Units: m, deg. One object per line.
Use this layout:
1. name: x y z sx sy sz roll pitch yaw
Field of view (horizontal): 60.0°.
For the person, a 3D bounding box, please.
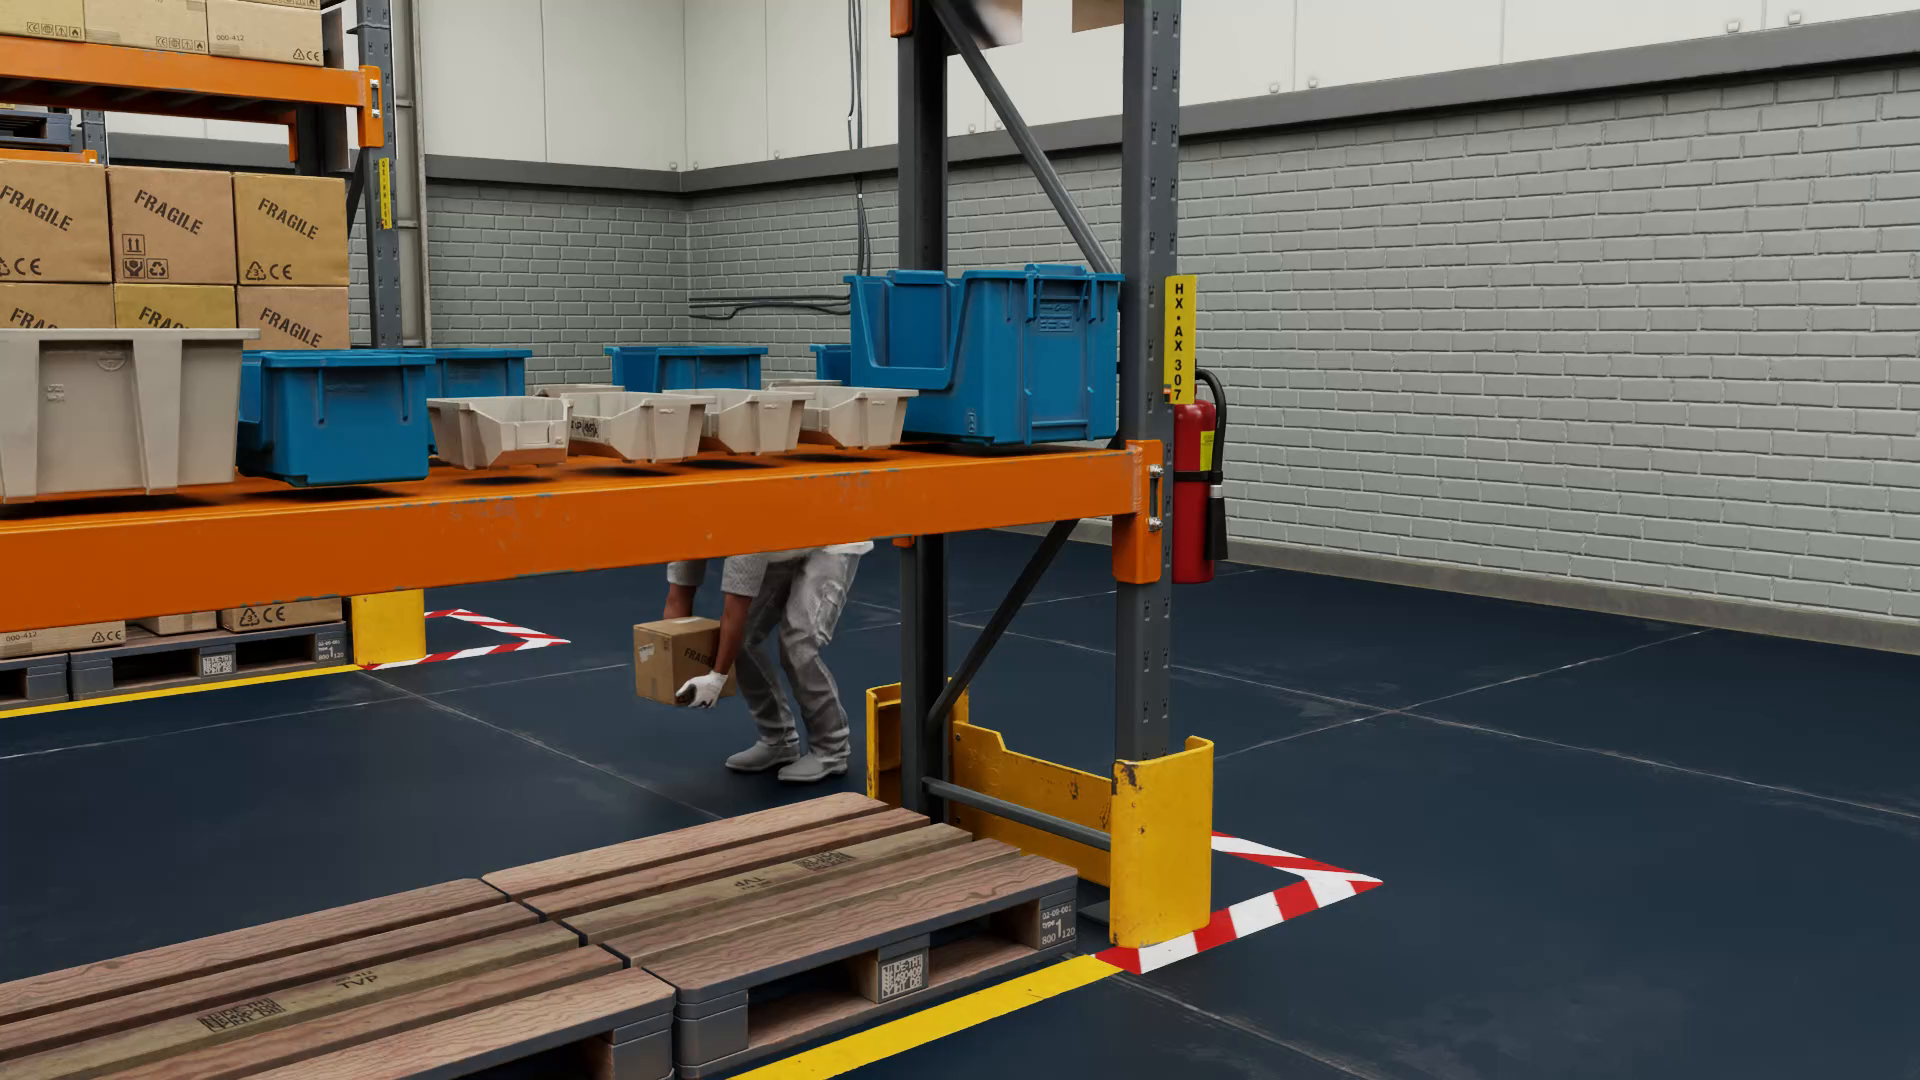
1. person: -0.742 0.284 5.893 0.966 1.167 0.516 -7 10 -43
